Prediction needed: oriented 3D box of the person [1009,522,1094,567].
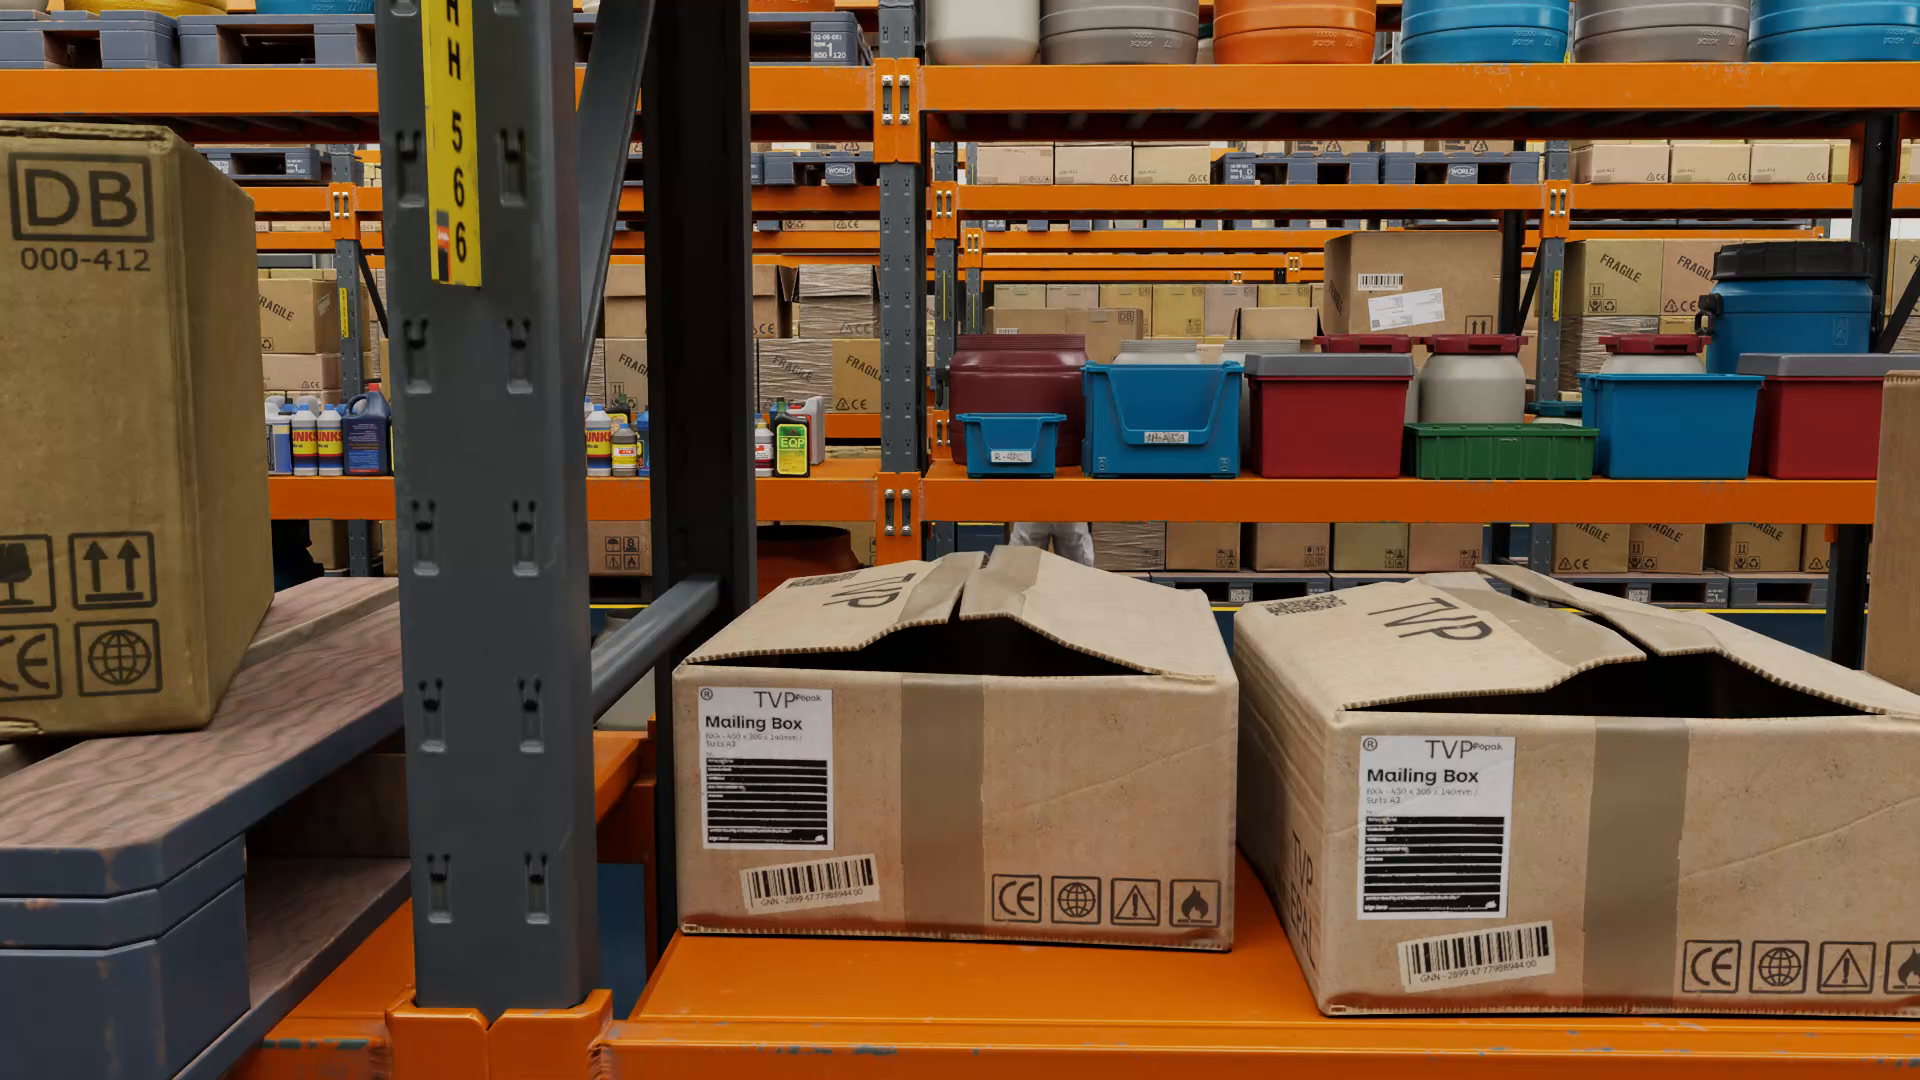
[{"bbox_3d":[0.465,-0.136,8.864,0.491,1.760,0.582,0,7,0],"label":"person"}]
